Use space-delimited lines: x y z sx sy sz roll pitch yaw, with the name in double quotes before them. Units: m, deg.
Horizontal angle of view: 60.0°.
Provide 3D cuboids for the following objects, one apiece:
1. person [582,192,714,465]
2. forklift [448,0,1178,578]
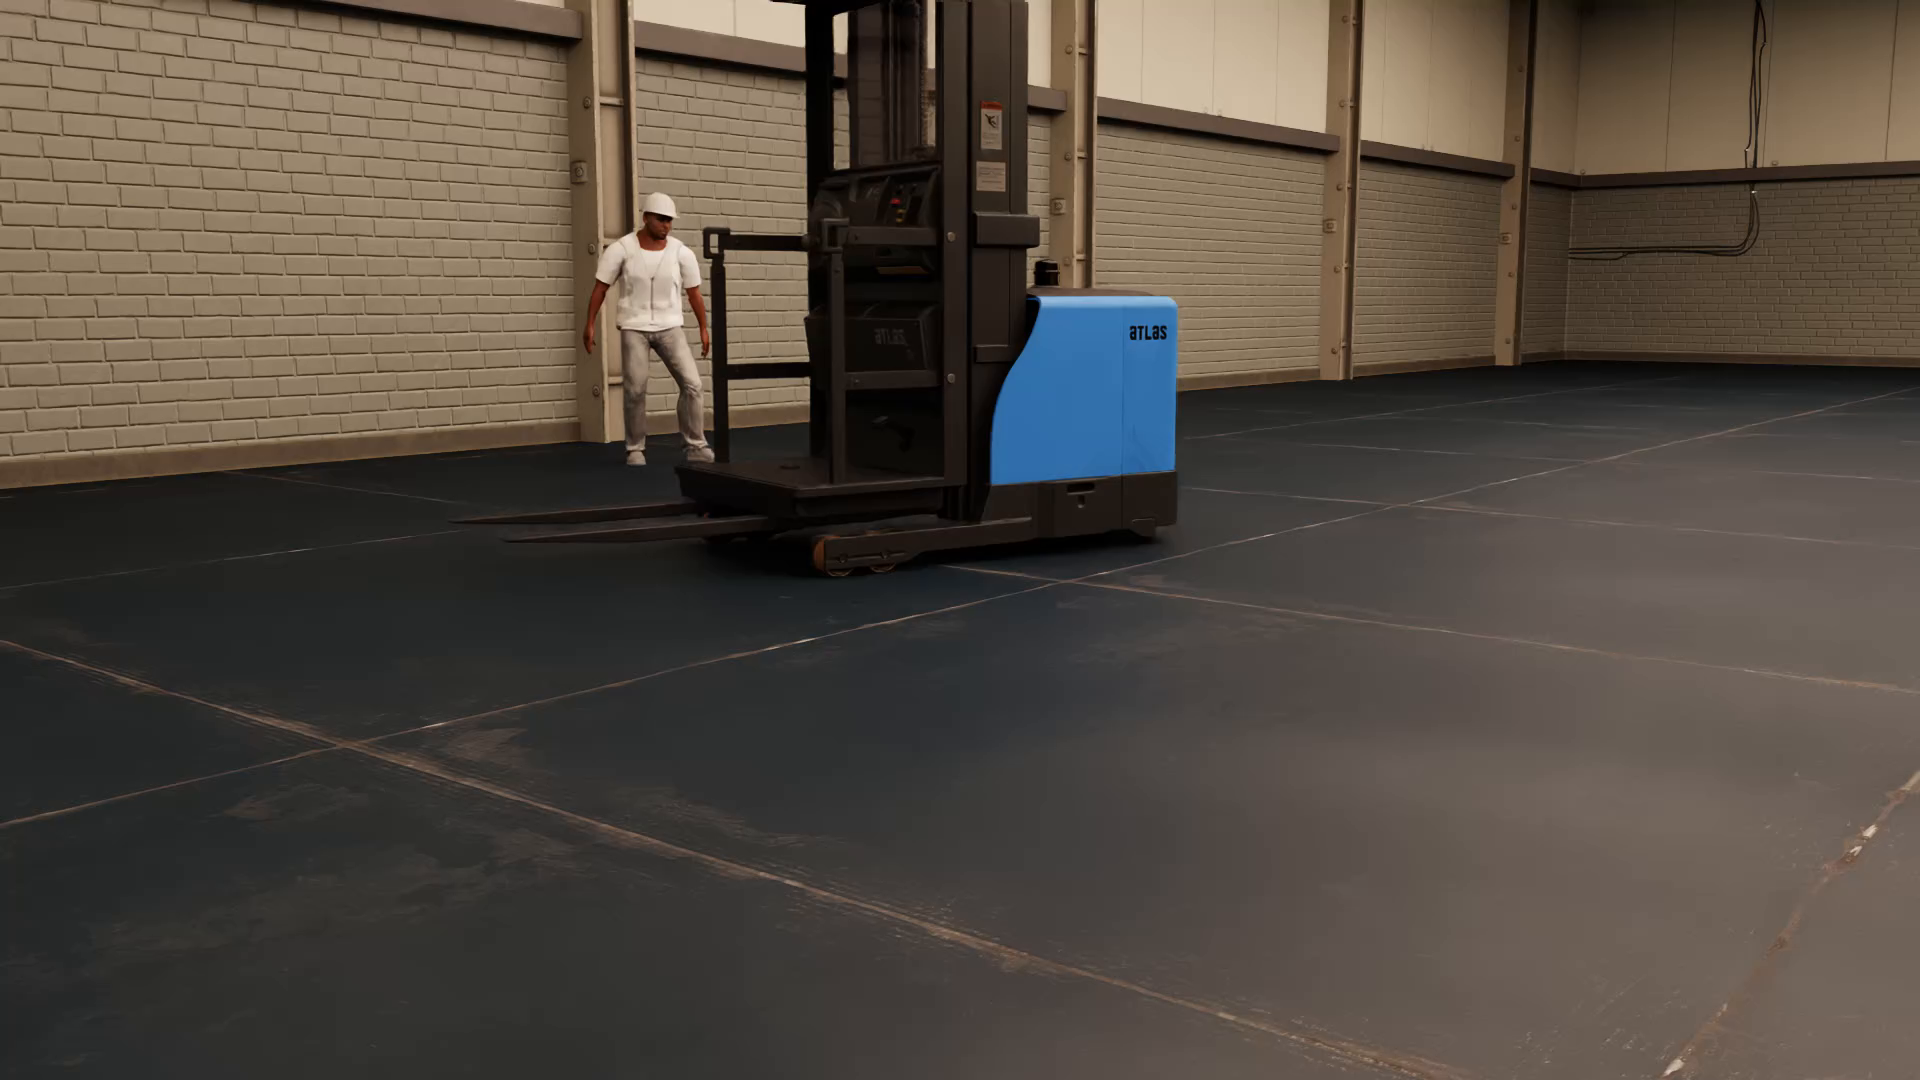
"person" -1.956 -1.342 10.650 0.886 1.726 0.467 -3 9 -18
"forklift" -0.535 -1.391 6.789 3.031 2.935 1.130 -6 10 -34
